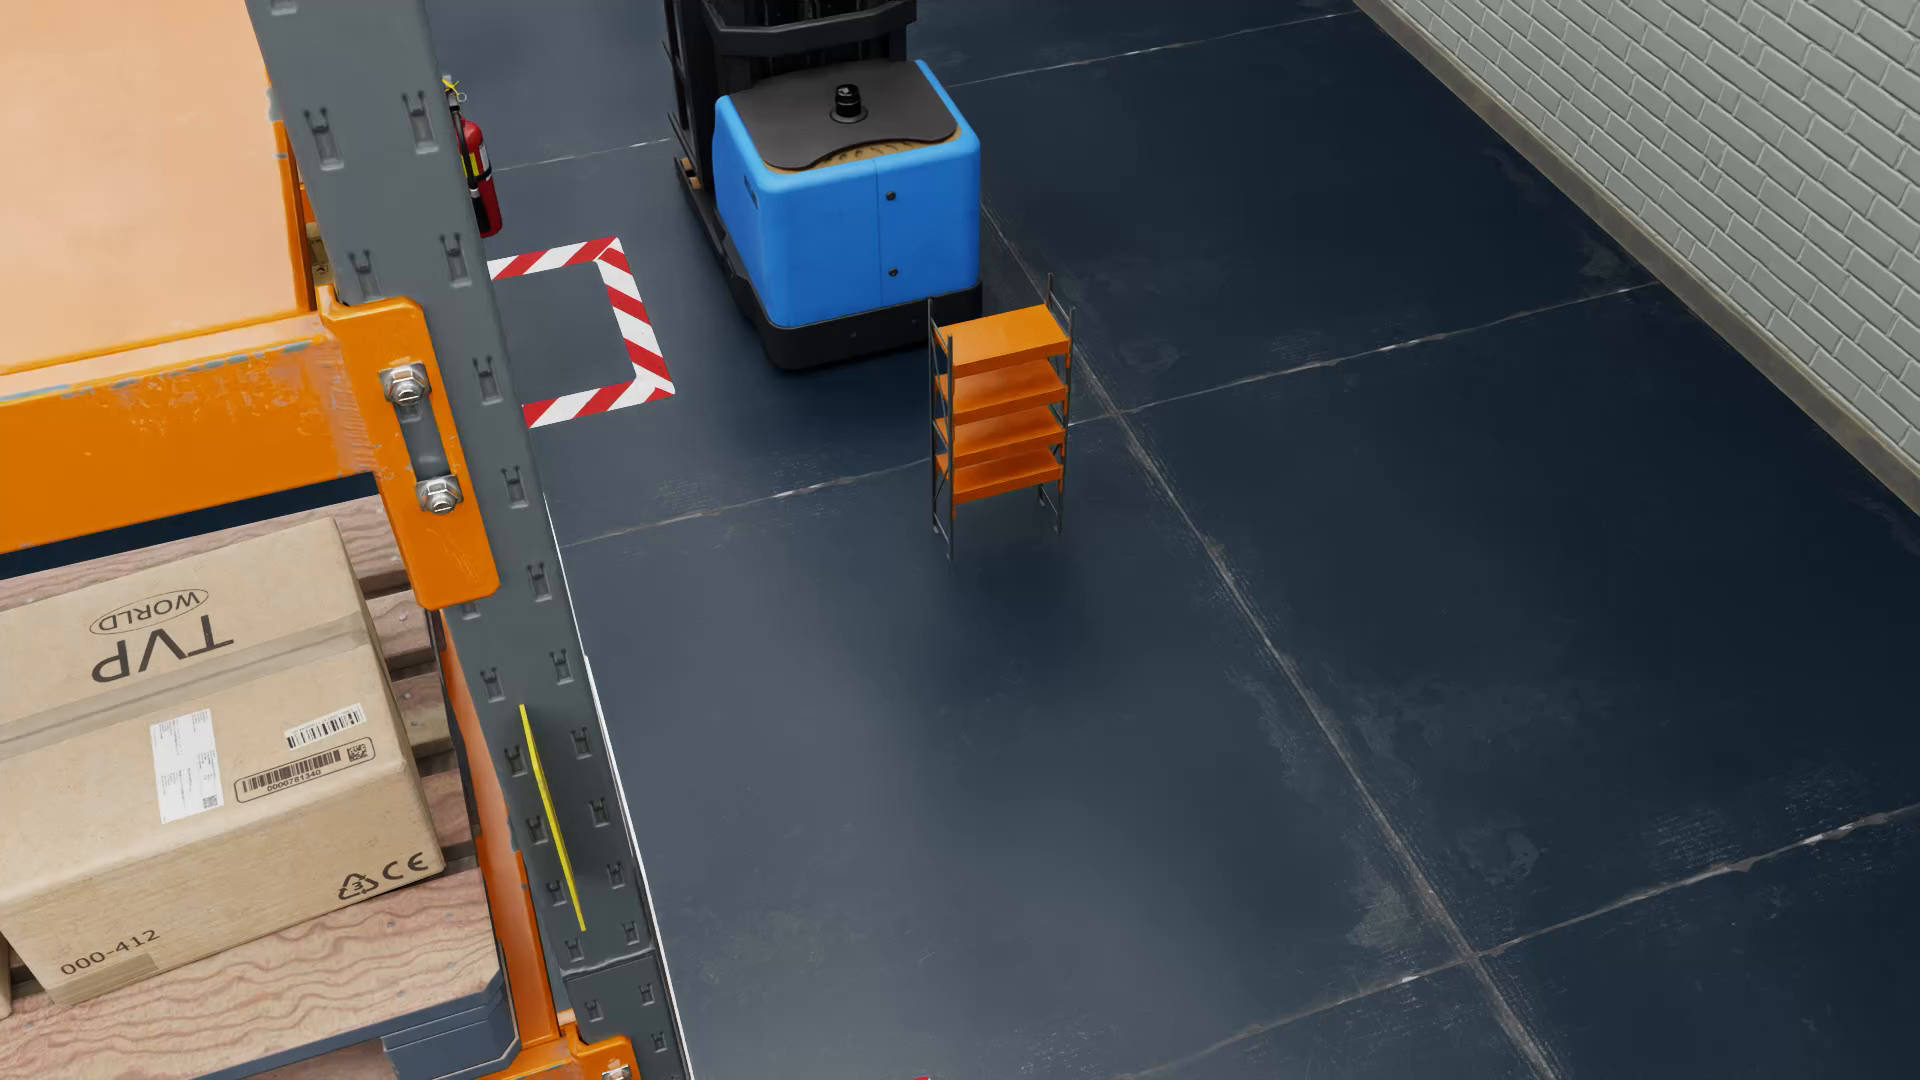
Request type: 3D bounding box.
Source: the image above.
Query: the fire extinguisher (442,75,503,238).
[{"bbox_3d":[-2.025,-1.563,6.817,0.183,0.674,0.296,-14,47,-14],"label":"fire extinguisher"}]

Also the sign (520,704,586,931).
[{"bbox_3d":[-0.471,0.326,1.929,0.005,0.325,0.100,-14,47,-14],"label":"sign"}]

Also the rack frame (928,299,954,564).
[{"bbox_3d":[-0.074,-0.405,6.616,0.015,1.200,0.240,-14,47,-14],"label":"rack frame"}]

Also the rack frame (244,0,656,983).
[{"bbox_3d":[-0.643,-0.813,1.516,0.127,3.000,1.000,-14,47,-14],"label":"rack frame"}]

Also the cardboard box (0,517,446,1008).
[{"bbox_3d":[-1.035,0.283,2.280,0.500,0.250,0.500,-18,48,-17],"label":"cardboard box"}]

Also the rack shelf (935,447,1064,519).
[{"bbox_3d":[0.156,-0.276,6.862,0.480,0.148,0.258,-14,47,-14],"label":"rack shelf"}]

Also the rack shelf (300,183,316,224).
[{"bbox_3d":[-4.299,-1.234,6.679,4.000,0.370,1.077,-14,47,-14],"label":"rack shelf"}]

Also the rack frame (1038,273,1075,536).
[{"bbox_3d":[0.385,-0.522,6.732,0.015,1.200,0.240,-14,47,-14],"label":"rack frame"}]

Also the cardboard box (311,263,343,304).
[{"bbox_3d":[-2.830,-1.024,7.259,0.250,0.149,0.380,-14,47,-13],"label":"cardboard box"}]

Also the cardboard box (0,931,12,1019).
[{"bbox_3d":[-1.402,0.473,2.162,0.250,0.149,0.380,-18,48,-17],"label":"cardboard box"}]

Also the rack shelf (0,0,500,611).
[{"bbox_3d":[-2.524,0.063,1.433,4.000,0.370,1.077,-14,47,-14],"label":"rack shelf"}]

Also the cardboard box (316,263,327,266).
[{"bbox_3d":[-2.998,-1.261,7.704,0.250,0.149,0.380,-13,46,-12],"label":"cardboard box"}]

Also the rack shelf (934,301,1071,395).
[{"bbox_3d":[0.156,-0.741,6.396,0.480,0.148,0.258,-14,47,-14],"label":"rack shelf"}]

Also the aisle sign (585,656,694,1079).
[{"bbox_3d":[-0.470,0.576,2.532,0.004,0.787,0.394,-14,47,-14],"label":"aisle sign"}]

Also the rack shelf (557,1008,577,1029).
[{"bbox_3d":[-2.524,2.040,3.417,4.000,0.370,1.077,-14,47,-14],"label":"rack shelf"}]

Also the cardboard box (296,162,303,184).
[{"bbox_3d":[-2.629,-1.613,6.727,0.250,0.149,0.380,-14,47,-14],"label":"cardboard box"}]

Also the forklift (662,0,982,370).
[{"bbox_3d":[-0.884,-2.888,7.868,1.130,2.935,3.031,-15,47,-14],"label":"forklift"}]

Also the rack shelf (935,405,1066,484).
[{"bbox_3d":[0.156,-0.416,6.722,0.480,0.148,0.258,-14,47,-14],"label":"rack shelf"}]

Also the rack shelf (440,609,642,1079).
[{"bbox_3d":[-2.524,0.981,2.354,4.000,0.370,1.077,-14,47,-14],"label":"rack shelf"}]

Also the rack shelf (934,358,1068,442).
[{"bbox_3d":[0.156,-0.574,6.563,0.480,0.148,0.258,-14,47,-14],"label":"rack shelf"}]

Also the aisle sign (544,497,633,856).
[{"bbox_3d":[-0.673,0.177,2.930,0.004,0.787,0.394,-14,47,-14],"label":"aisle sign"}]

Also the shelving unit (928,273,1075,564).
[{"bbox_3d":[0.156,-0.463,6.674,0.503,1.200,0.258,-14,47,-14],"label":"shelving unit"}]

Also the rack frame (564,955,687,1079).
[{"bbox_3d":[-0.643,1.305,3.641,0.127,3.000,1.000,-14,47,-14],"label":"rack frame"}]

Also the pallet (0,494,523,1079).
[{"bbox_3d":[-1.337,0.463,2.425,1.213,0.211,1.003,-14,47,-14],"label":"pallet"}]

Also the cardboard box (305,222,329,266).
[{"bbox_3d":[-3.026,-1.421,7.654,0.250,0.149,0.380,-16,47,-16],"label":"cardboard box"}]
